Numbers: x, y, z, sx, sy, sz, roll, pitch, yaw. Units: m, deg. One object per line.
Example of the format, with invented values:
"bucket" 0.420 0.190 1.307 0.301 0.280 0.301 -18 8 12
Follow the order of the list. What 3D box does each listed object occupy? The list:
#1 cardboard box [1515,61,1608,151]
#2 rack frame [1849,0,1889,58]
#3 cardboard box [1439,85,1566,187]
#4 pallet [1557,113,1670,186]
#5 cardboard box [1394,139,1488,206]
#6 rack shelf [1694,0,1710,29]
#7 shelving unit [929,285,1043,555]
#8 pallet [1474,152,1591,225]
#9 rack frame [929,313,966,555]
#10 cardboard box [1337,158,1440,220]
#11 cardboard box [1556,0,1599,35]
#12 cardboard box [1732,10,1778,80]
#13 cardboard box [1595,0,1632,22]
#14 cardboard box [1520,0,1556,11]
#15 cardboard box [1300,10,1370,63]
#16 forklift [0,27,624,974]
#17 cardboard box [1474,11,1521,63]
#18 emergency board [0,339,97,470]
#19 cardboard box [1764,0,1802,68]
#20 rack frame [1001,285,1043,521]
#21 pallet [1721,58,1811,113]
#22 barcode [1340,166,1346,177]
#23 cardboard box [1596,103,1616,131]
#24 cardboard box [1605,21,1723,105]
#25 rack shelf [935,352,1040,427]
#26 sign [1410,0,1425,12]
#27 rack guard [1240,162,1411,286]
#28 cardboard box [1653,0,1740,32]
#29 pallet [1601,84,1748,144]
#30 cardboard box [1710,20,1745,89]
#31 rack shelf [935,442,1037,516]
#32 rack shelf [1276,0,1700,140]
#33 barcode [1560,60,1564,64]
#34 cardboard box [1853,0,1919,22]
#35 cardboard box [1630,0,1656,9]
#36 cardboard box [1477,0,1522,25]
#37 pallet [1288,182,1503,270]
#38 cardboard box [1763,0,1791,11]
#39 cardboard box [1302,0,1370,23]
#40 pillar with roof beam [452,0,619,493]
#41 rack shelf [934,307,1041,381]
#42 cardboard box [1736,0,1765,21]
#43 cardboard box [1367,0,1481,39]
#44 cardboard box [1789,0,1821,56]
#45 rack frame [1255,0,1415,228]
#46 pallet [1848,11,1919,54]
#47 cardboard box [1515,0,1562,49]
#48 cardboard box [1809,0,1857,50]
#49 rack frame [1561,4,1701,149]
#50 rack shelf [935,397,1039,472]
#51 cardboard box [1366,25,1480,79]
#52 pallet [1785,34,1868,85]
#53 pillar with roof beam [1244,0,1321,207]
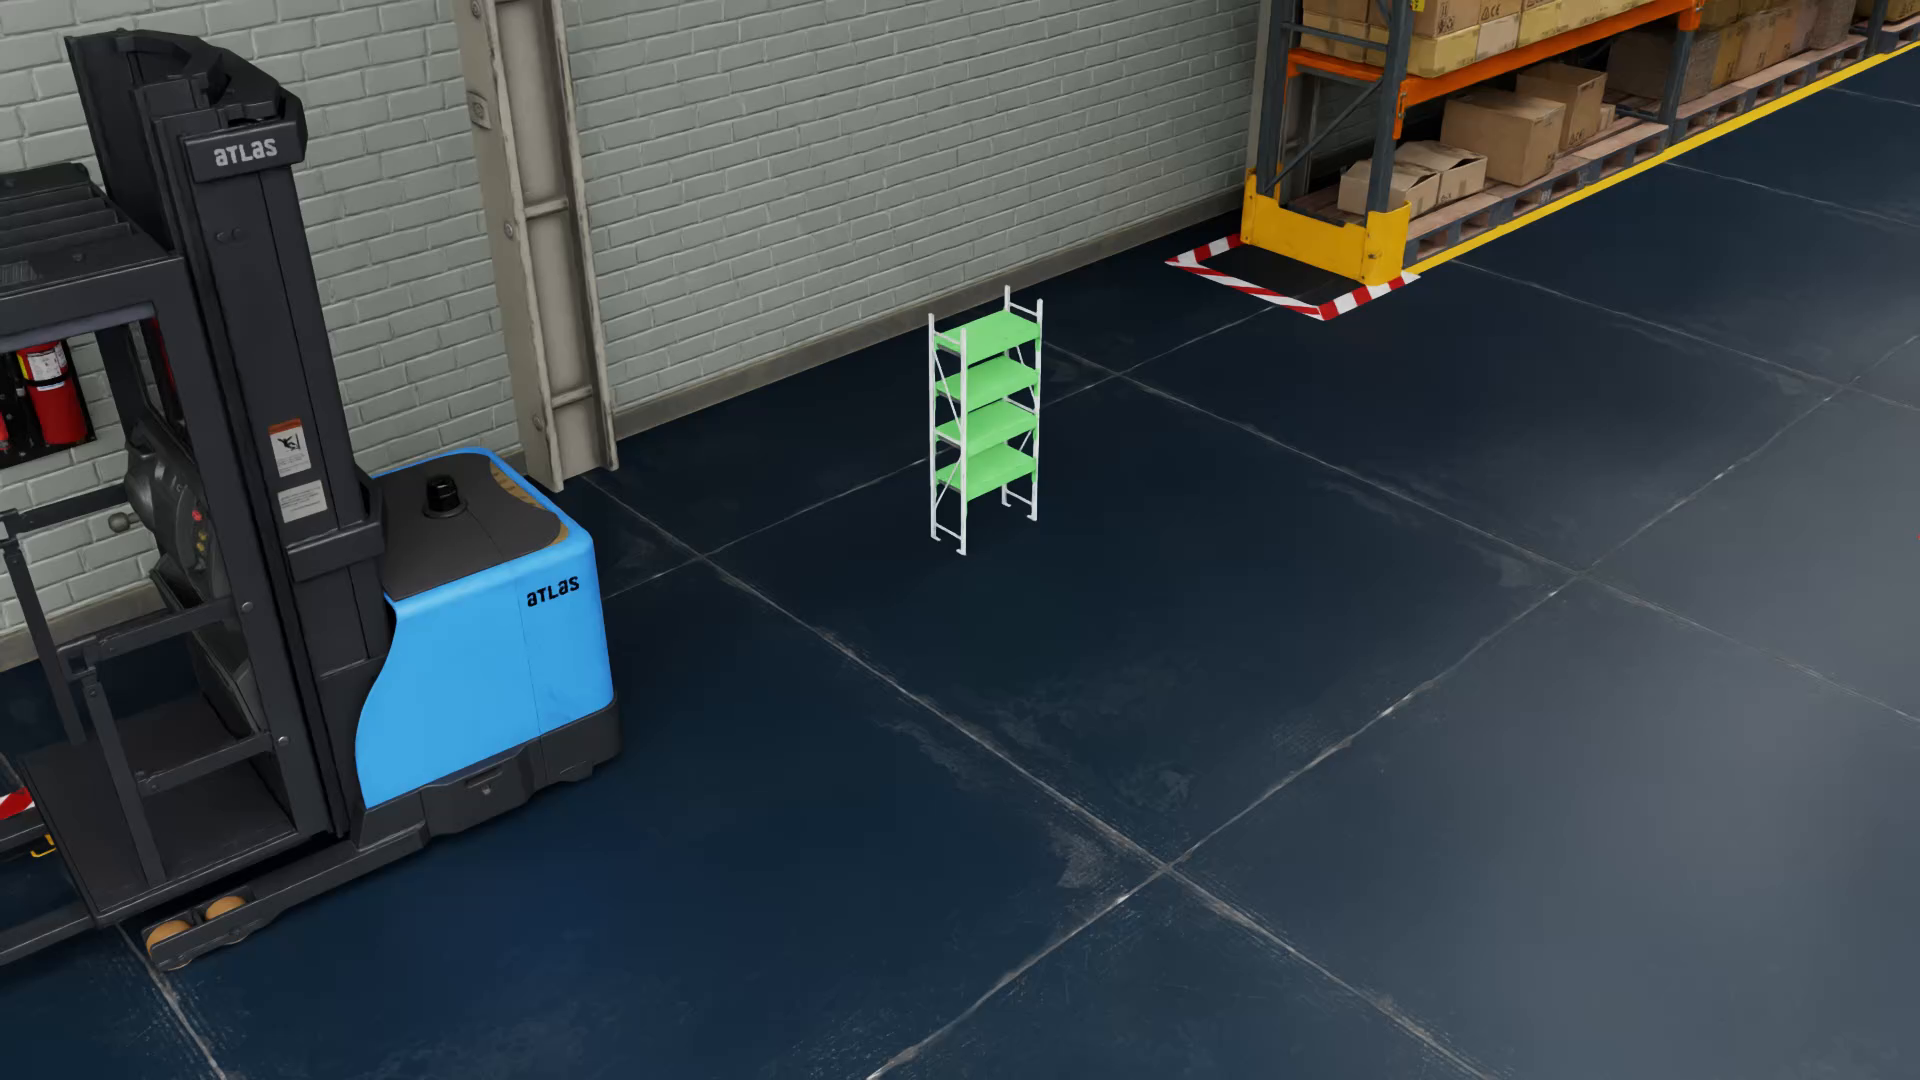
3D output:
"cardboard box" 4.609 -3.359 12.842 0.500 0.500 0.500 26 40 35
"rack frame" 8.276 -6.040 15.252 0.127 3.000 1.000 -26 40 -35
"cardboard box" 3.968 -2.978 12.219 0.700 0.500 0.500 26 40 36
"pallet" 4.874 -3.180 13.248 1.213 0.211 1.003 -26 40 -35
"cardboard box" 3.396 -2.656 11.874 0.500 0.311 0.500 -22 38 -32
"rack shelf" 6.809 -5.024 14.280 4.000 0.370 1.077 -26 40 -35
"shelving unit" 0.121 -0.571 8.033 0.503 1.200 0.258 -26 40 -35
"pallet" 3.979 -2.745 12.536 1.213 0.211 1.003 -26 40 -35
"rack frame" -0.058 -0.484 7.891 0.015 1.200 0.240 -26 40 -35
"cardboard box" 2.978 -2.454 11.543 0.500 0.311 0.500 24 39 34
"cardboard box" 4.104 -3.745 11.624 0.500 0.250 0.500 -25 40 -35
"cardboard box" 6.617 -4.378 14.508 0.500 0.500 0.700 -25 40 -35
"cardboard box" 4.472 -3.924 11.916 0.500 0.250 0.500 -26 40 -36
"cardboard box" 3.716 -3.873 11.115 0.500 0.500 0.500 -27 41 -37
"cardboard box" 2.620 -3.387 11.038 0.500 0.250 0.500 -25 39 -35
"forklift" -2.832 -0.065 5.547 3.031 2.935 1.130 -23 38 -32
"cardboard box" 3.354 -3.388 11.040 0.500 0.250 0.500 -27 41 -37
"emergency board" -3.903 -0.791 6.669 0.643 1.169 0.194 -26 40 -35
"cardboard box" 6.981 -4.560 14.807 0.500 0.500 0.700 -26 40 -36
"rack frame" 0.300 -0.657 8.175 0.015 1.200 0.240 -26 40 -35
"pallet" 6.807 -4.143 14.823 1.213 0.211 1.003 -26 40 -35
"barcode" 2.719 -2.617 11.802 0.075 0.075 0.001 -26 40 -35
"cardboard box" 4.971 -3.399 13.227 0.380 0.166 0.250 23 38 33
"cardboard box" 5.871 -4.010 13.906 0.500 0.500 0.700 -24 39 -34
"rack shelf" 0.121 -0.721 7.941 0.480 0.148 0.258 -26 40 -35
"sign" 2.778 -3.364 10.046 0.005 0.325 0.100 -26 40 -35
"rack guard" 2.465 -2.163 11.308 0.348 0.500 1.175 -26 40 -35
"cardboard box" 6.192 -4.487 13.968 0.500 0.250 0.500 -27 40 -36
"pallet" 5.912 -3.708 14.112 1.213 0.211 1.003 -26 40 -35
"cardboard box" 6.216 -4.212 14.238 0.500 0.500 0.700 -27 40 -36
"rack shelf" 0.121 -0.311 8.192 0.480 0.148 0.258 -26 40 -35
"rack shelf" 3.876 -3.605 11.959 4.000 0.370 1.077 -26 40 -35
"barcode" 4.783 -3.779 13.223 0.075 0.075 0.001 -26 40 -35
"cardboard box" 8.904 -5.513 16.048 0.750 0.750 0.750 -26 40 -36
"cardboard box" 4.830 -4.108 12.217 0.500 0.250 0.500 -26 40 -35
"cardboard box" 3.333 -3.693 10.819 0.500 0.500 0.500 -26 40 -35
"pallet" 3.085 -2.314 11.832 1.213 0.211 1.003 -26 40 -35
"cardboard box" 6.949 -4.843 14.551 0.500 0.250 0.500 -26 40 -36
"cardboard box" 2.610 -3.715 10.856 0.500 0.500 0.500 -26 40 -36
"pillar with roof beam" 0.862 -2.566 3.820 0.400 9.000 9.100 -26 40 -35
"rack shelf" 0.121 -0.926 7.816 0.480 0.148 0.258 -26 40 -35
"cardboard box" 6.570 -4.673 14.273 0.500 0.250 0.500 -27 41 -37
"cardboard box" 2.964 -3.521 10.539 0.500 0.500 0.500 -26 40 -35
"cardboard box" 7.326 -4.748 15.113 0.500 0.500 0.700 -26 40 -36
"rack frame" 2.409 -3.202 10.612 0.127 3.000 1.000 -26 40 -35
"pallet" 8.905 -5.101 16.390 1.213 0.211 1.003 -26 40 -35
"cardboard box" 3.732 -3.566 11.332 0.500 0.250 0.500 -27 40 -36
"cardboard box" 7.783 -4.886 15.339 0.500 0.500 0.700 -25 39 -35
"rack frame" 5.342 -4.621 12.932 0.127 3.000 1.000 -26 40 -35
"rack shelf" 0.121 -0.516 8.066 0.480 0.148 0.258 -26 40 -35
"cardboard box" 2.983 -3.198 10.730 0.500 0.250 0.500 -27 41 -37
"pallet" 7.702 -4.574 15.527 1.213 0.211 1.003 -26 40 -35
"pillar with roof beam" 5.262 -4.694 7.300 0.400 9.000 9.100 -26 40 -35
